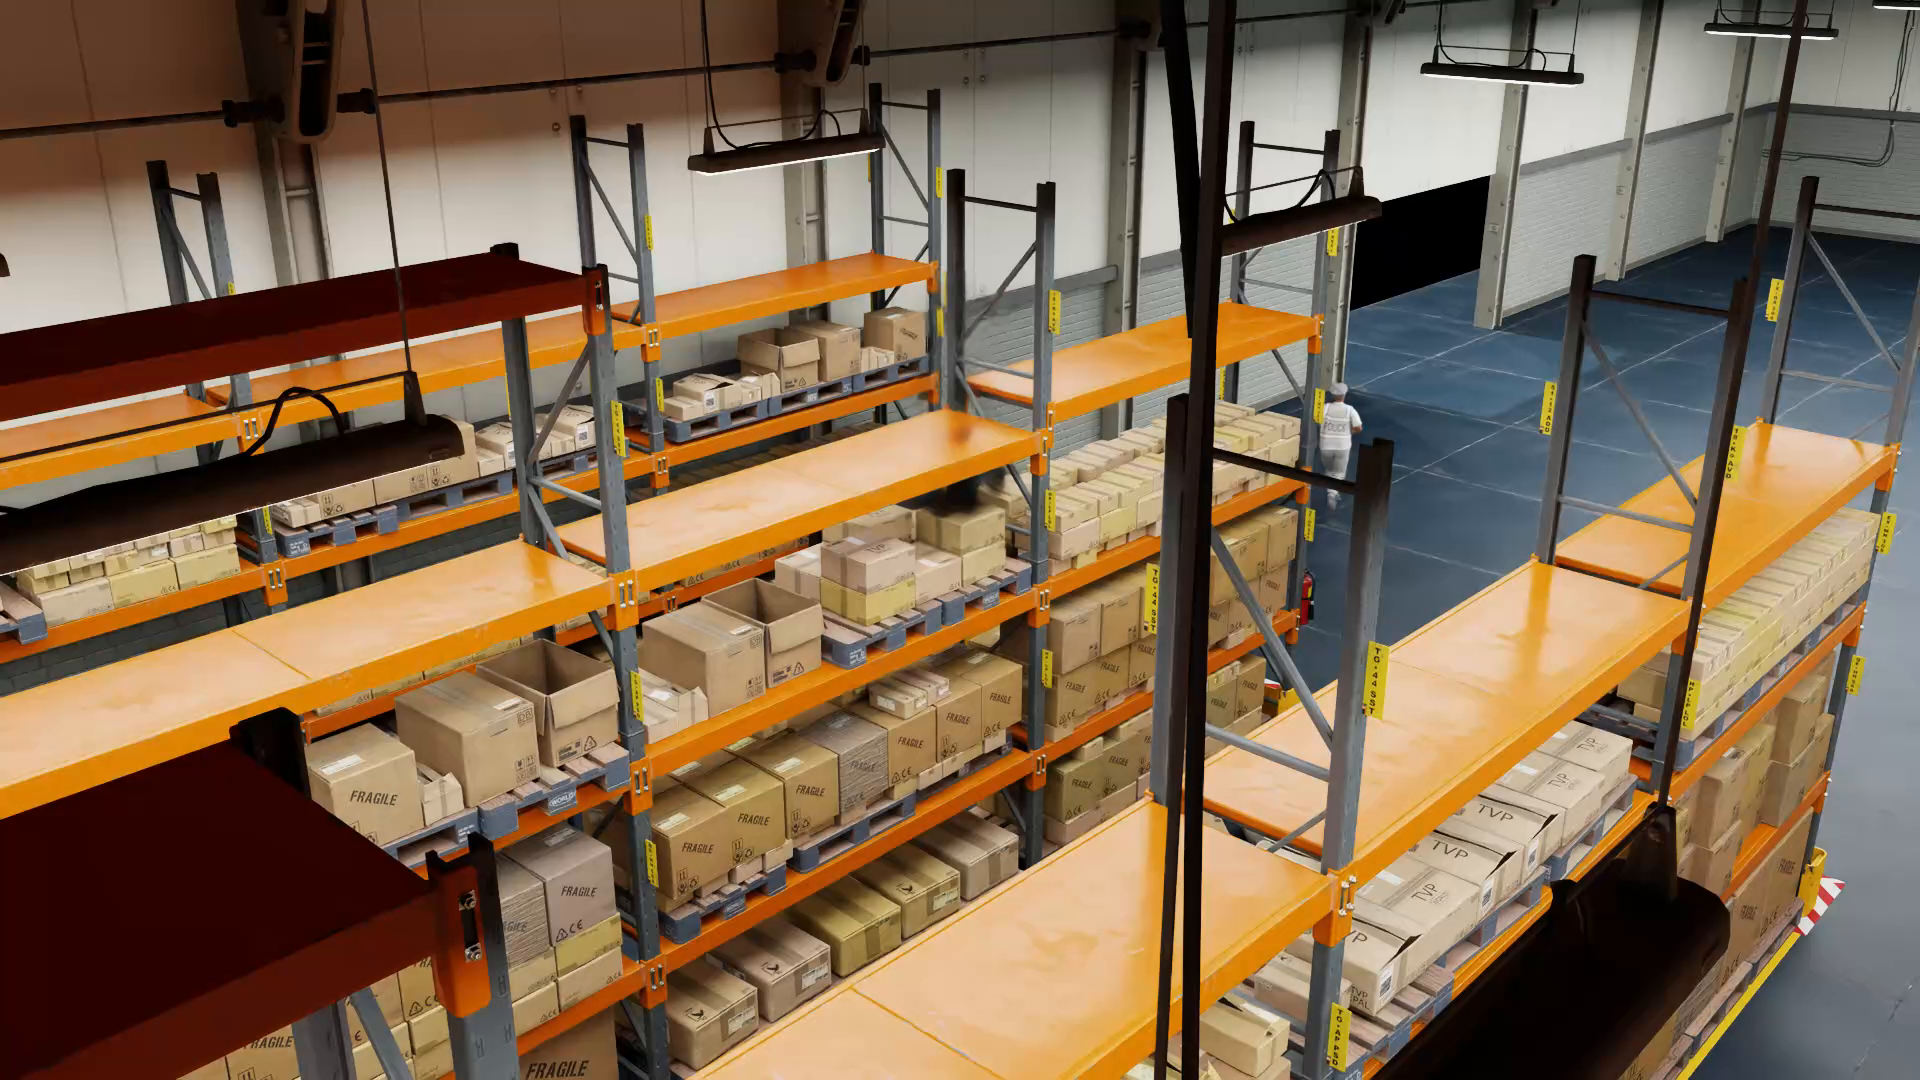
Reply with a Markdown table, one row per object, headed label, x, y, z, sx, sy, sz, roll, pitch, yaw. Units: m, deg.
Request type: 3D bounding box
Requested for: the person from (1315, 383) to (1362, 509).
| label | x | y | z | sx | sy | sz | roll | pitch | yaw |
| --- | --- | --- | --- | --- | --- | --- | --- | --- | --- |
| person | 5.154 | -1.259 | 22.855 | 0.686 | 1.779 | 0.983 | 7 | 22 | 17 |
